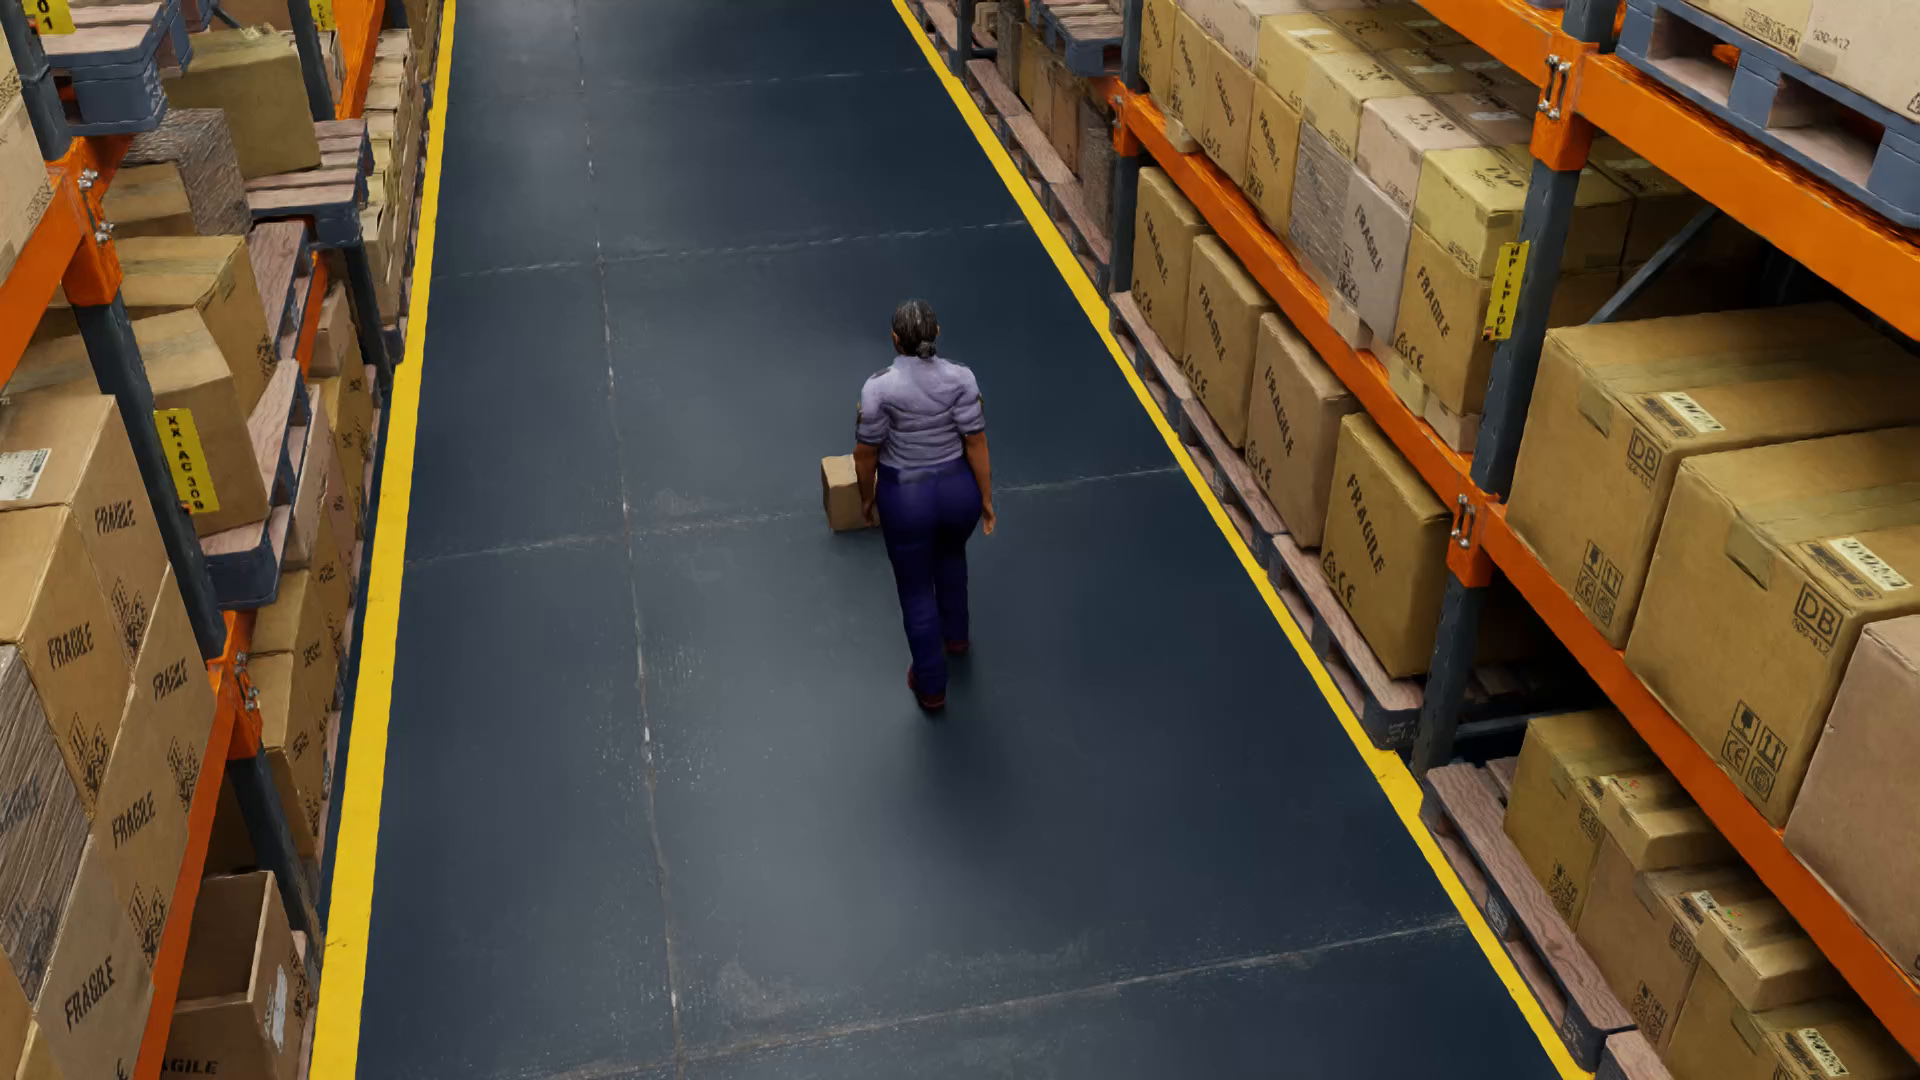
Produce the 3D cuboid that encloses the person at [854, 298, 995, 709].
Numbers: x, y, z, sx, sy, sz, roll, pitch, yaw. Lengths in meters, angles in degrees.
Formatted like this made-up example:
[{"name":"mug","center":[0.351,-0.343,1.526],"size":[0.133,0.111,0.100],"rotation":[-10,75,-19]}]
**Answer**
[{"name":"person","center":[-0.135,-0.127,6.365],"size":[0.501,1.666,0.558],"rotation":[-11,36,-16]}]
